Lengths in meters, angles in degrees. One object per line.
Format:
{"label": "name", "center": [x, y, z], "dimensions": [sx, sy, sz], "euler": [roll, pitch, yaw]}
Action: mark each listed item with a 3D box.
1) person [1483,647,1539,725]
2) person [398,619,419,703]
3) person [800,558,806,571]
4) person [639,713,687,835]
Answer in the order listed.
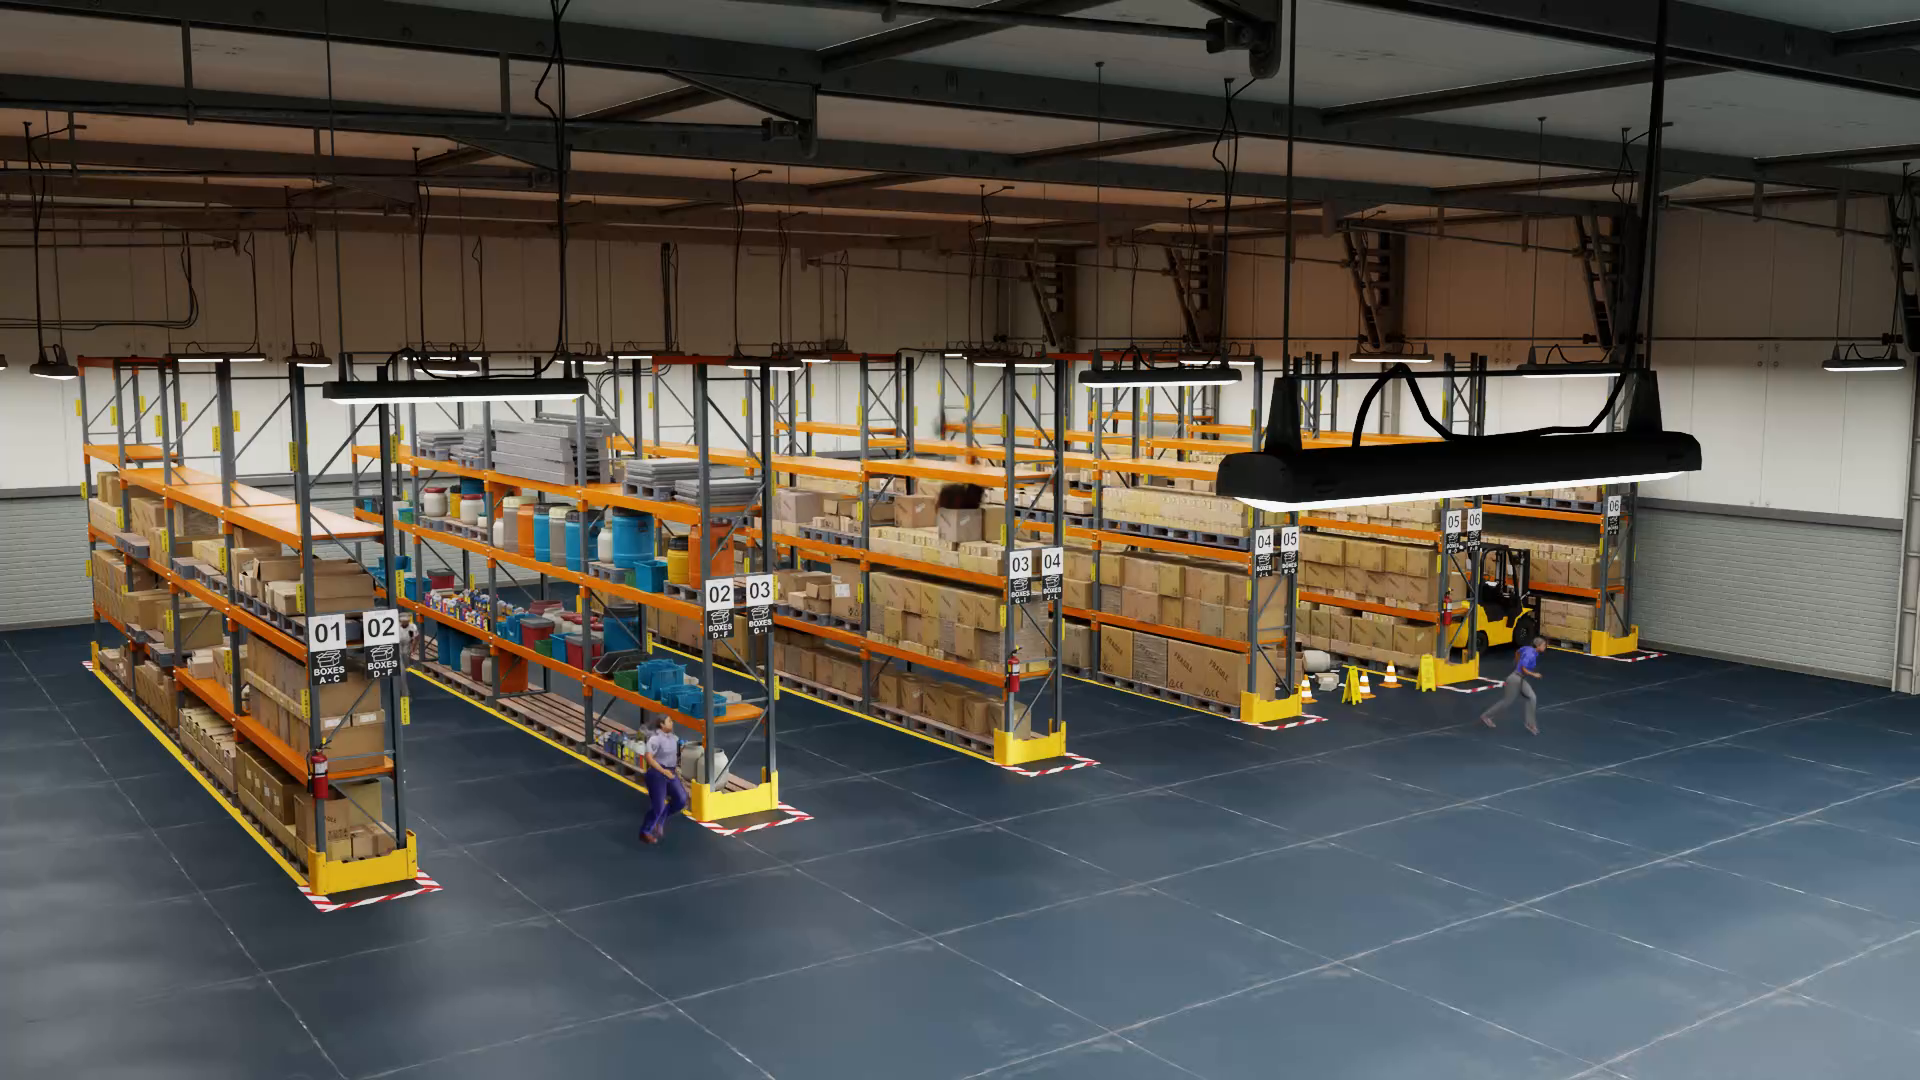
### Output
{"label": "person", "center": [8.881, 2.335, 26.810], "dimensions": [0.827, 1.283, 0.572], "euler": [2, 7, 18]}
{"label": "person", "center": [-9.858, 2.029, 29.290], "dimensions": [0.611, 1.615, 0.977], "euler": [-4, 8, -29]}
{"label": "person", "center": [-3.328, 1.200, 35.066], "dimensions": [0.573, 1.676, 0.611], "euler": [-5, 9, -36]}
{"label": "person", "center": [-3.728, 2.958, 21.094], "dimensions": [0.531, 1.503, 0.662], "euler": [3, 7, 21]}
